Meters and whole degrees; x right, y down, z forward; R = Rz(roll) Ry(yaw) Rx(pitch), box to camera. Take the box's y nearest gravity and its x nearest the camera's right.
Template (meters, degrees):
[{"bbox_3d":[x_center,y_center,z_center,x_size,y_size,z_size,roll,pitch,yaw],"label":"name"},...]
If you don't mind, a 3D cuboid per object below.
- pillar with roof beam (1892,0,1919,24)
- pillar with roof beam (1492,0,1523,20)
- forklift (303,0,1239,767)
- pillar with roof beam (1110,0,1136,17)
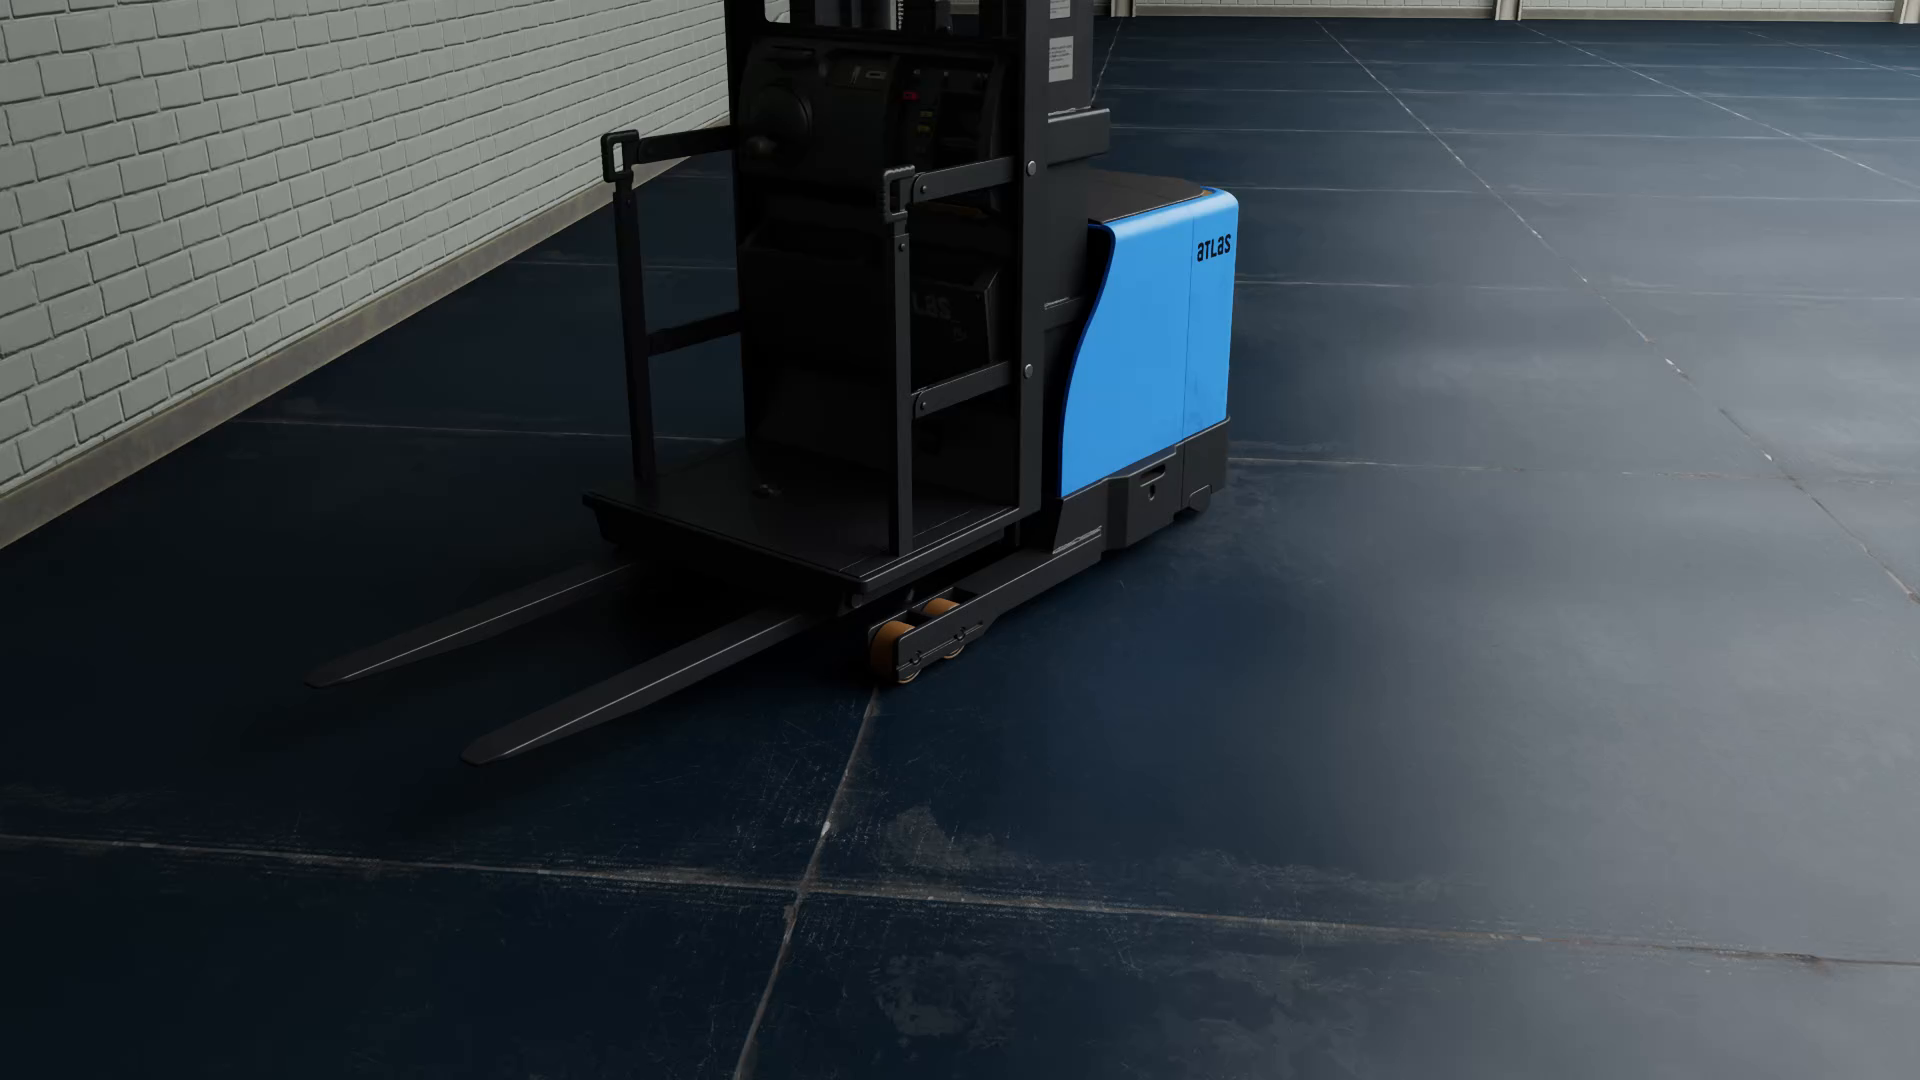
[{"bbox_3d":[14.041,-10.542,19.866,0.400,9.000,9.100,2,22,6],"label":"pillar with roof beam"},{"bbox_3d":[8.083,-10.802,20.523,0.400,9.000,9.100,2,22,6],"label":"pillar with roof beam"},{"bbox_3d":[-0.383,-1.183,4.444,1.130,2.935,3.031,16,27,35],"label":"forklift"},{"bbox_3d":[2.124,-11.062,21.179,0.400,9.000,9.100,2,22,6],"label":"pillar with roof beam"}]
